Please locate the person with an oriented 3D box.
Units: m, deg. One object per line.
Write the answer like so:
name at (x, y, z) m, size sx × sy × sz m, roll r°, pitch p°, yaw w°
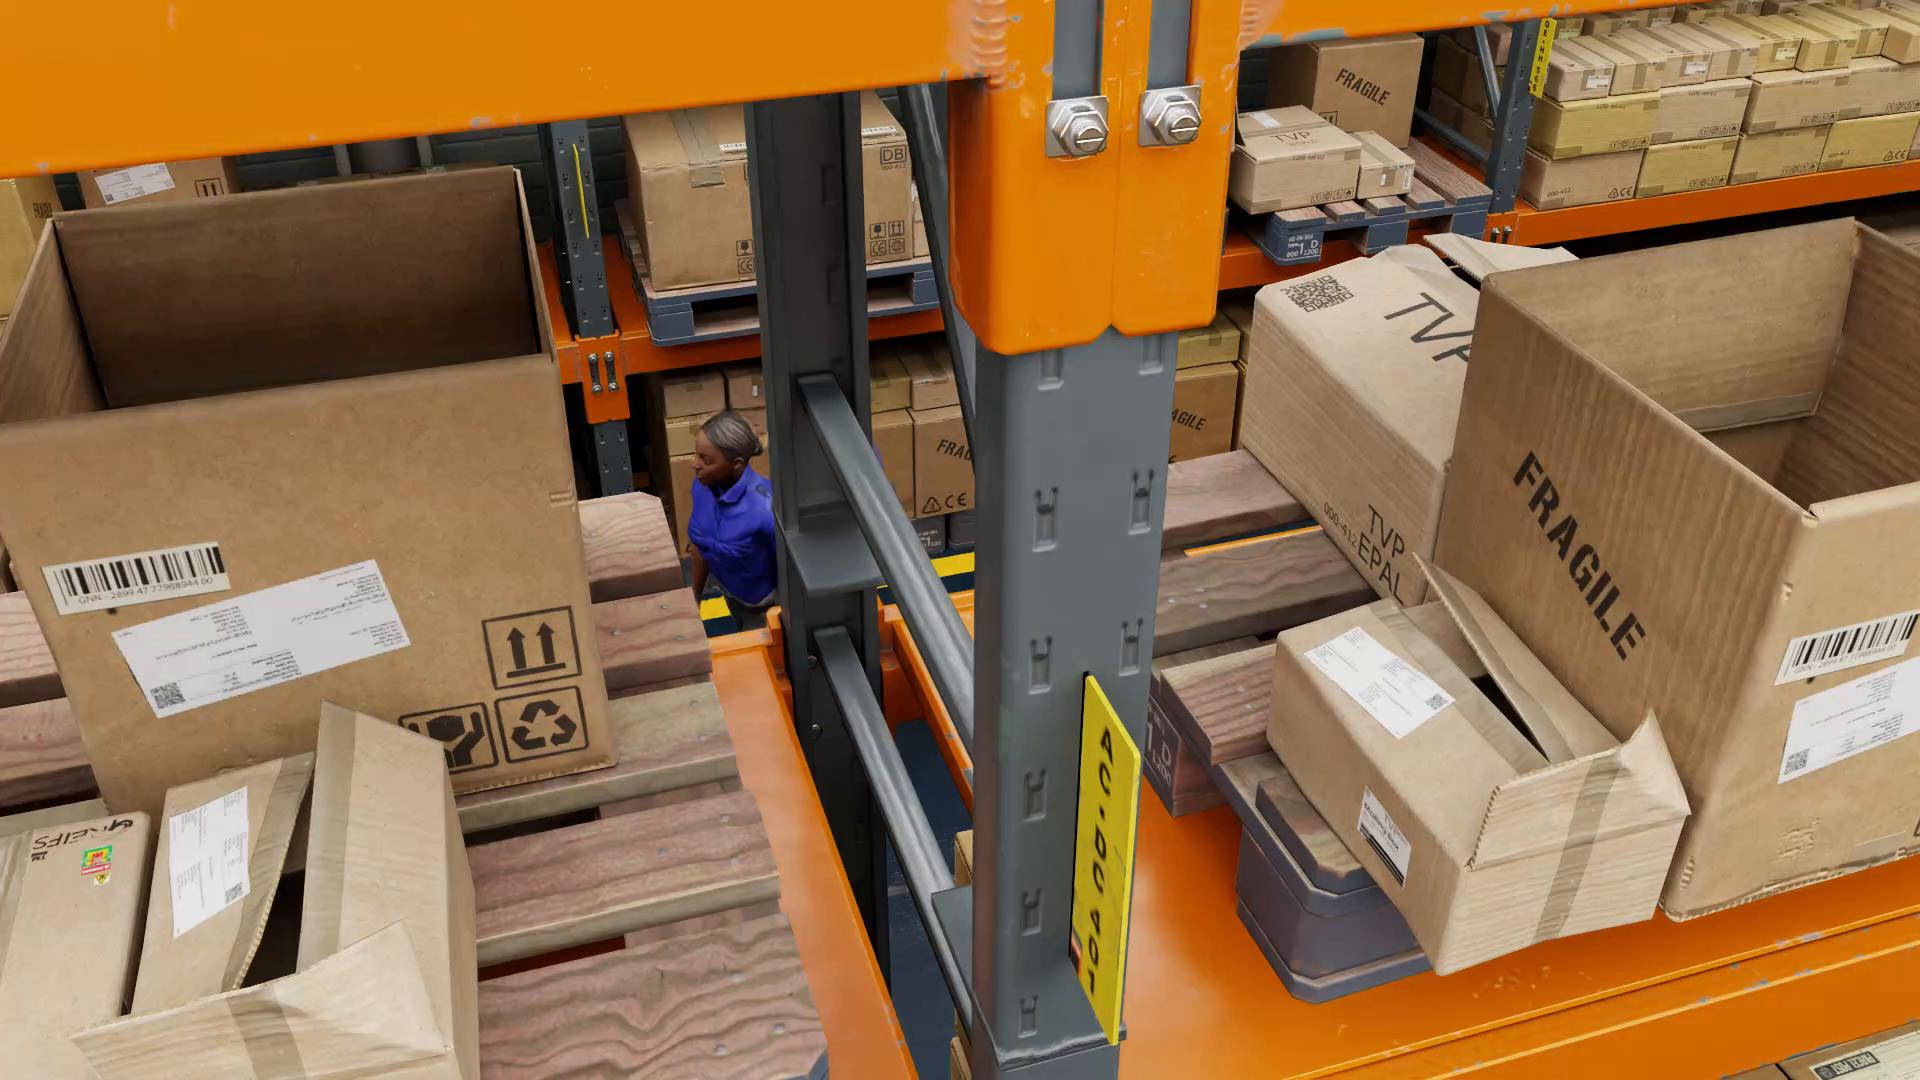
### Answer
person at (-0.744, 0.239, 5.787) m, size 1.007 × 1.580 × 0.477 m, roll -24°, pitch 41°, yaw -31°
